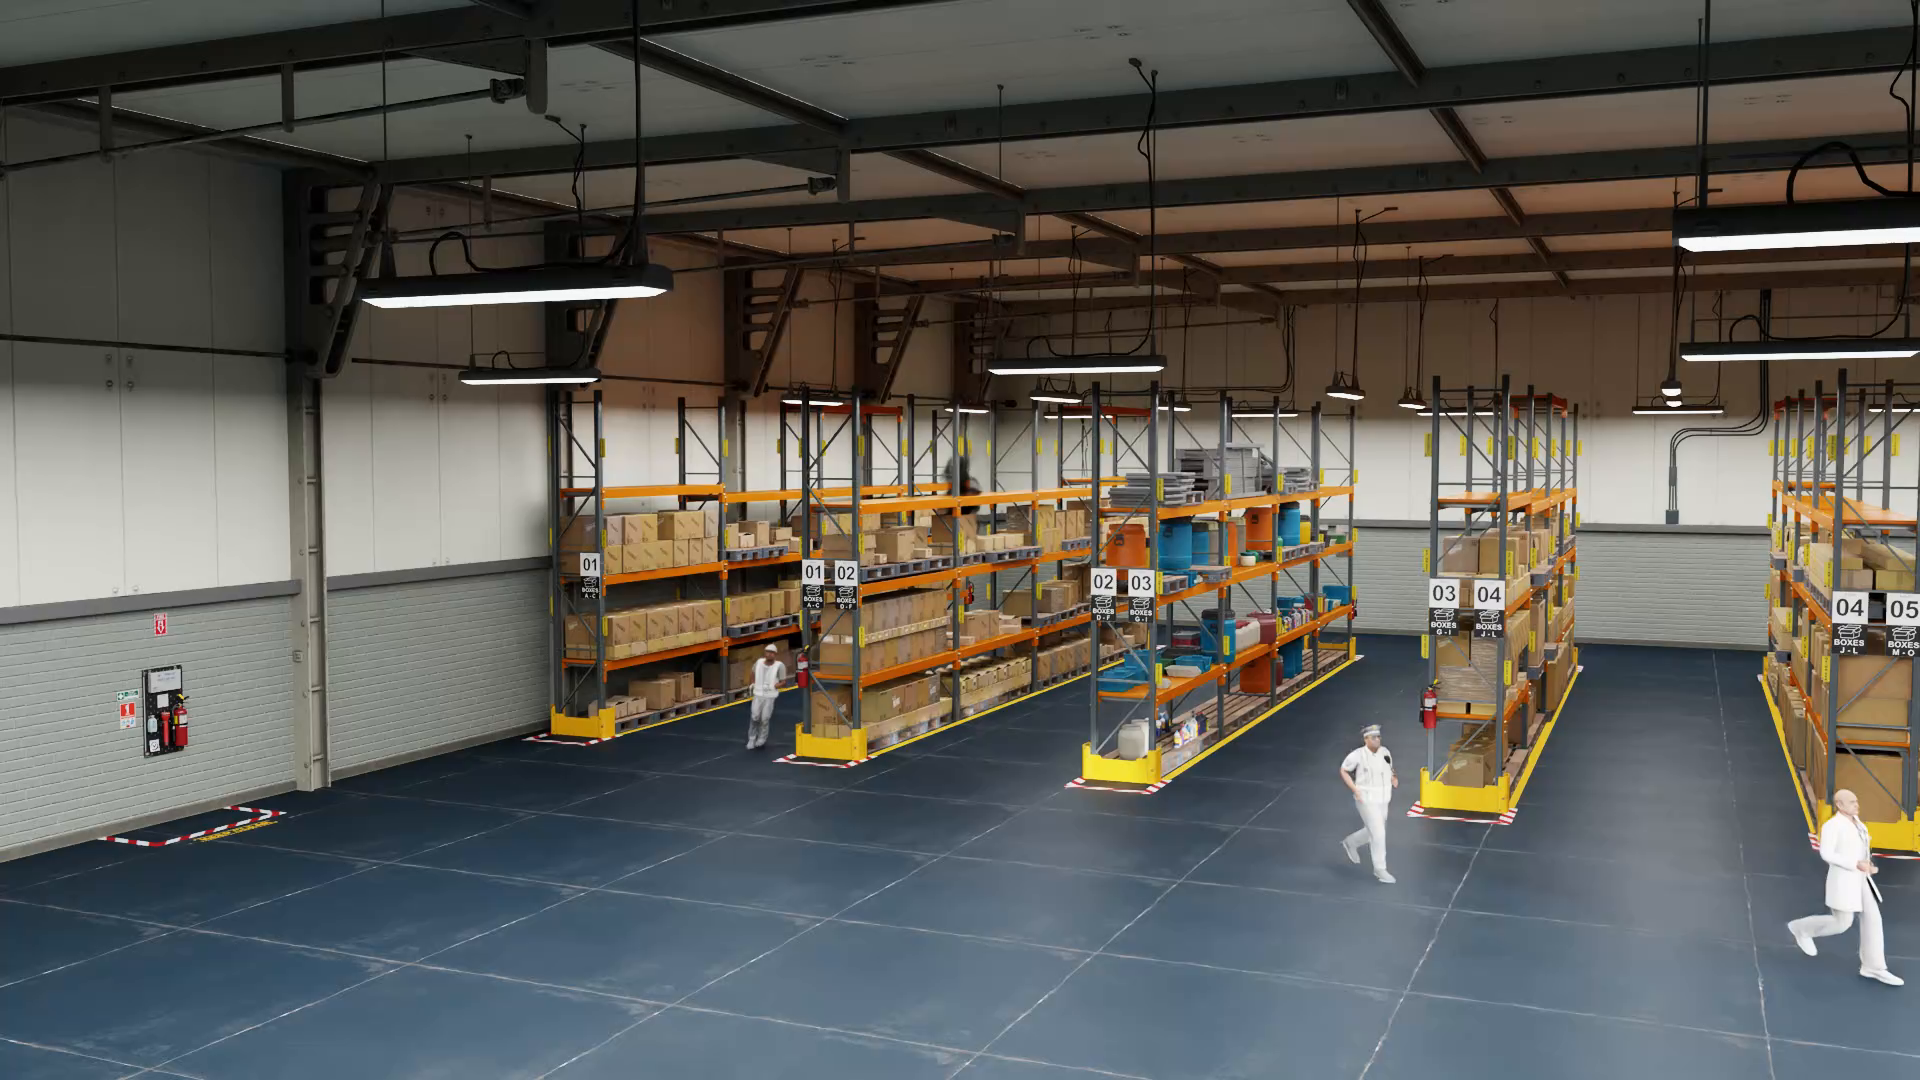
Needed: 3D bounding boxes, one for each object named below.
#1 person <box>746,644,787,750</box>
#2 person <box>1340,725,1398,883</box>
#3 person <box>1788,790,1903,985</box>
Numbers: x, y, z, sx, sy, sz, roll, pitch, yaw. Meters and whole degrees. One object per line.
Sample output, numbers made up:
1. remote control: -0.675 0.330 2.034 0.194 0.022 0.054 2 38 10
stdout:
1. person: -3.209 2.603 27.574 0.678 1.762 0.619 0 3 3
2. person: 4.827 3.046 19.508 0.650 1.791 0.868 -2 4 -29
3. person: 8.439 3.283 15.808 0.724 1.686 1.052 -2 4 -32
